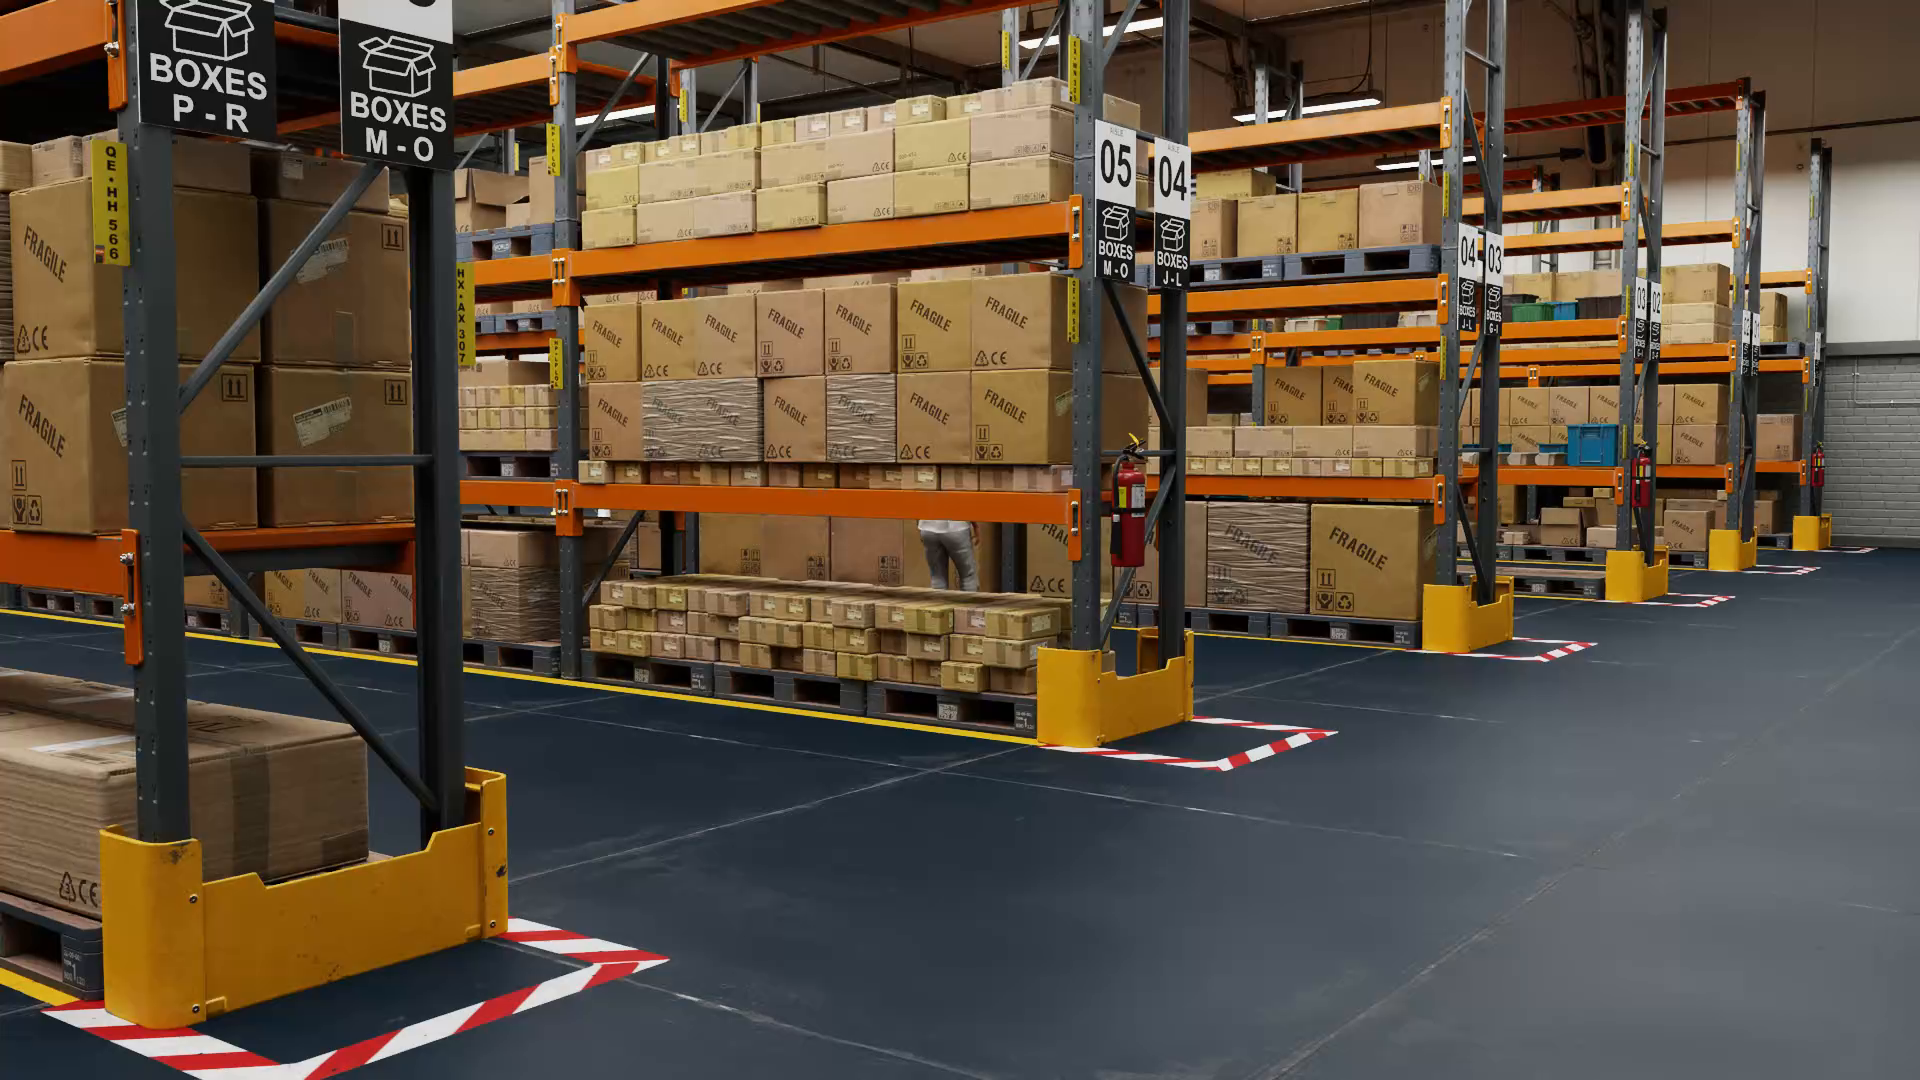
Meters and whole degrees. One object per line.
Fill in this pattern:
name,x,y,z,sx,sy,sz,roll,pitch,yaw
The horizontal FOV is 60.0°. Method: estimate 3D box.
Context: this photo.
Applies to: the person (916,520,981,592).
person,-0.056,-0.063,13.509,0.598,1.670,0.529,2,4,29
